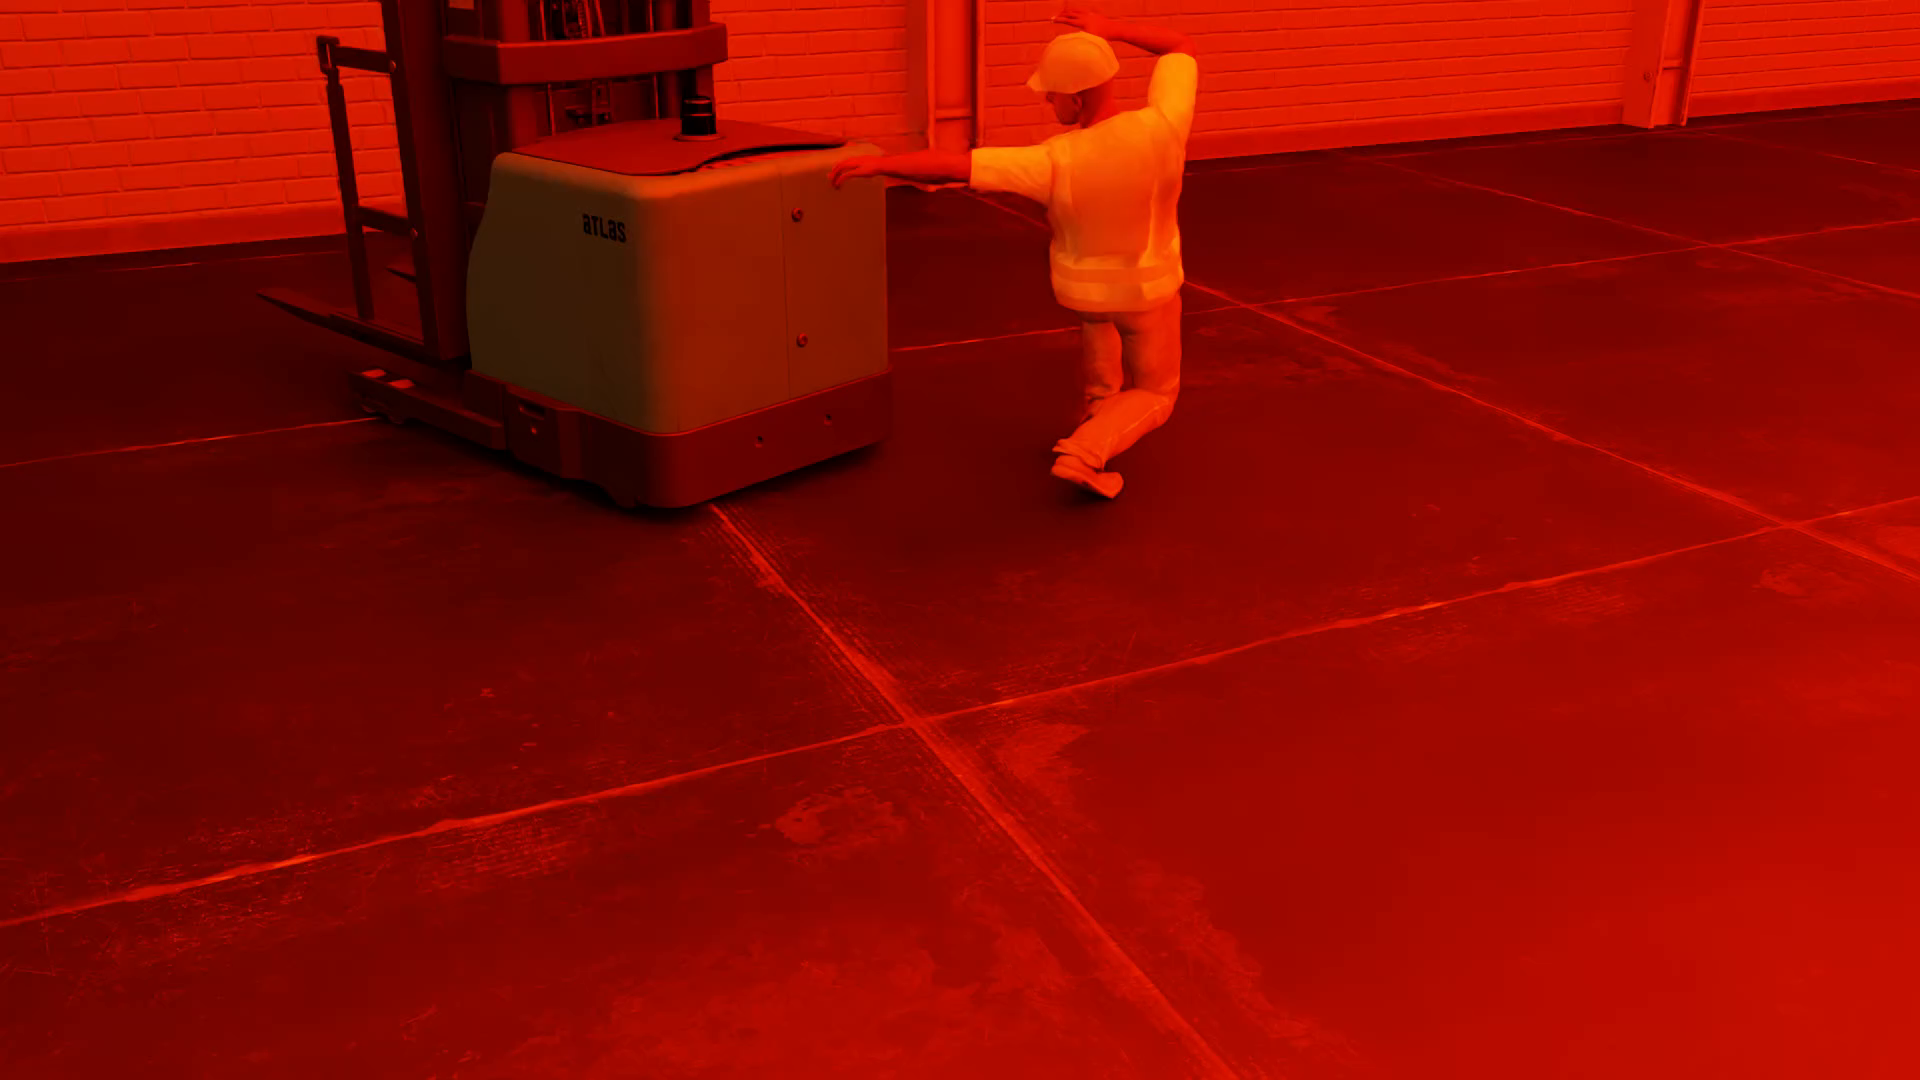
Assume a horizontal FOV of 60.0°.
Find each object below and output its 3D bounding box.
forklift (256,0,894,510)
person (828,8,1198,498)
[{"bbox_3d":[-1.658,-1.909,5.881,3.031,2.935,1.130,19,29,39],"label":"forklift"},{"bbox_3d":[0.210,-0.957,5.484,1.103,1.531,0.898,6,23,14],"label":"person"}]
